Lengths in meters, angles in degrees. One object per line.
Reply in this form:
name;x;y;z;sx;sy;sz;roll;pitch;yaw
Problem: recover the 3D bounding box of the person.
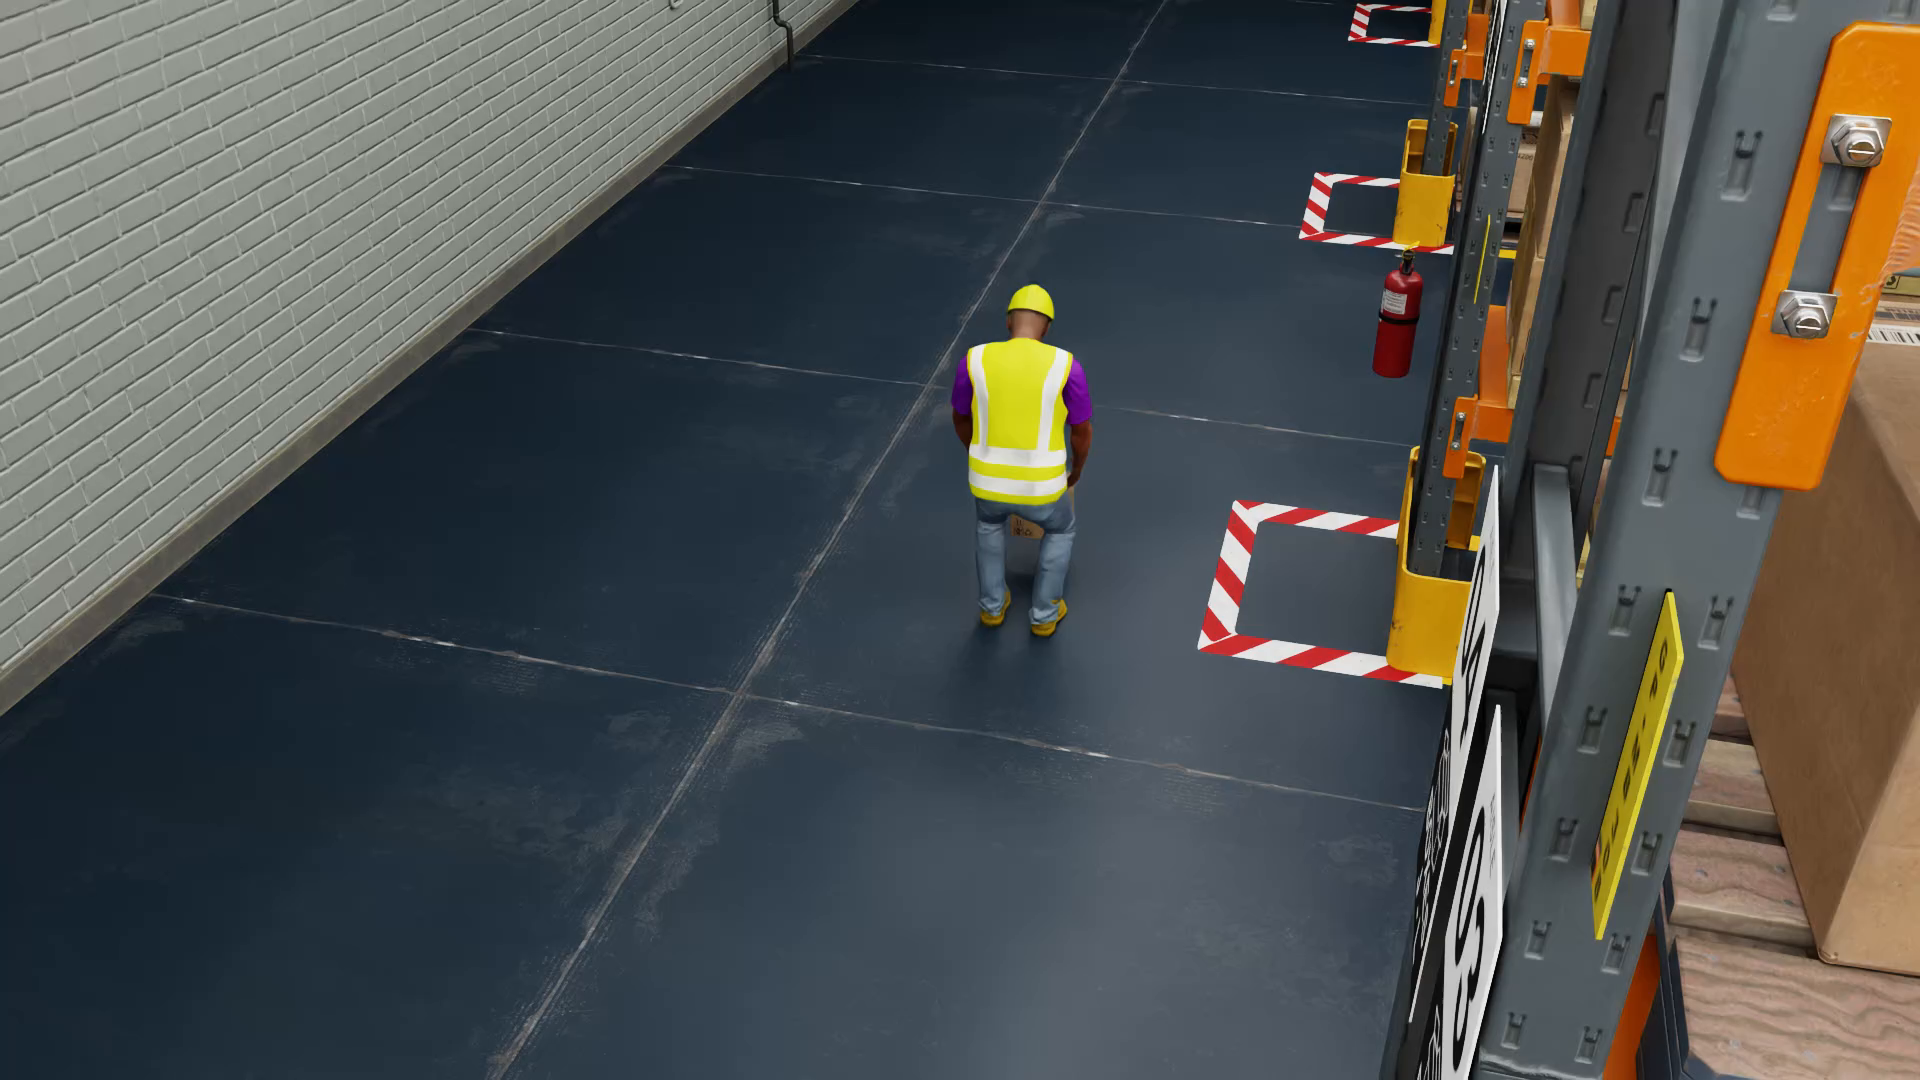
person;0.251;-0.304;7.329;0.625;1.511;0.632;8;34;13
